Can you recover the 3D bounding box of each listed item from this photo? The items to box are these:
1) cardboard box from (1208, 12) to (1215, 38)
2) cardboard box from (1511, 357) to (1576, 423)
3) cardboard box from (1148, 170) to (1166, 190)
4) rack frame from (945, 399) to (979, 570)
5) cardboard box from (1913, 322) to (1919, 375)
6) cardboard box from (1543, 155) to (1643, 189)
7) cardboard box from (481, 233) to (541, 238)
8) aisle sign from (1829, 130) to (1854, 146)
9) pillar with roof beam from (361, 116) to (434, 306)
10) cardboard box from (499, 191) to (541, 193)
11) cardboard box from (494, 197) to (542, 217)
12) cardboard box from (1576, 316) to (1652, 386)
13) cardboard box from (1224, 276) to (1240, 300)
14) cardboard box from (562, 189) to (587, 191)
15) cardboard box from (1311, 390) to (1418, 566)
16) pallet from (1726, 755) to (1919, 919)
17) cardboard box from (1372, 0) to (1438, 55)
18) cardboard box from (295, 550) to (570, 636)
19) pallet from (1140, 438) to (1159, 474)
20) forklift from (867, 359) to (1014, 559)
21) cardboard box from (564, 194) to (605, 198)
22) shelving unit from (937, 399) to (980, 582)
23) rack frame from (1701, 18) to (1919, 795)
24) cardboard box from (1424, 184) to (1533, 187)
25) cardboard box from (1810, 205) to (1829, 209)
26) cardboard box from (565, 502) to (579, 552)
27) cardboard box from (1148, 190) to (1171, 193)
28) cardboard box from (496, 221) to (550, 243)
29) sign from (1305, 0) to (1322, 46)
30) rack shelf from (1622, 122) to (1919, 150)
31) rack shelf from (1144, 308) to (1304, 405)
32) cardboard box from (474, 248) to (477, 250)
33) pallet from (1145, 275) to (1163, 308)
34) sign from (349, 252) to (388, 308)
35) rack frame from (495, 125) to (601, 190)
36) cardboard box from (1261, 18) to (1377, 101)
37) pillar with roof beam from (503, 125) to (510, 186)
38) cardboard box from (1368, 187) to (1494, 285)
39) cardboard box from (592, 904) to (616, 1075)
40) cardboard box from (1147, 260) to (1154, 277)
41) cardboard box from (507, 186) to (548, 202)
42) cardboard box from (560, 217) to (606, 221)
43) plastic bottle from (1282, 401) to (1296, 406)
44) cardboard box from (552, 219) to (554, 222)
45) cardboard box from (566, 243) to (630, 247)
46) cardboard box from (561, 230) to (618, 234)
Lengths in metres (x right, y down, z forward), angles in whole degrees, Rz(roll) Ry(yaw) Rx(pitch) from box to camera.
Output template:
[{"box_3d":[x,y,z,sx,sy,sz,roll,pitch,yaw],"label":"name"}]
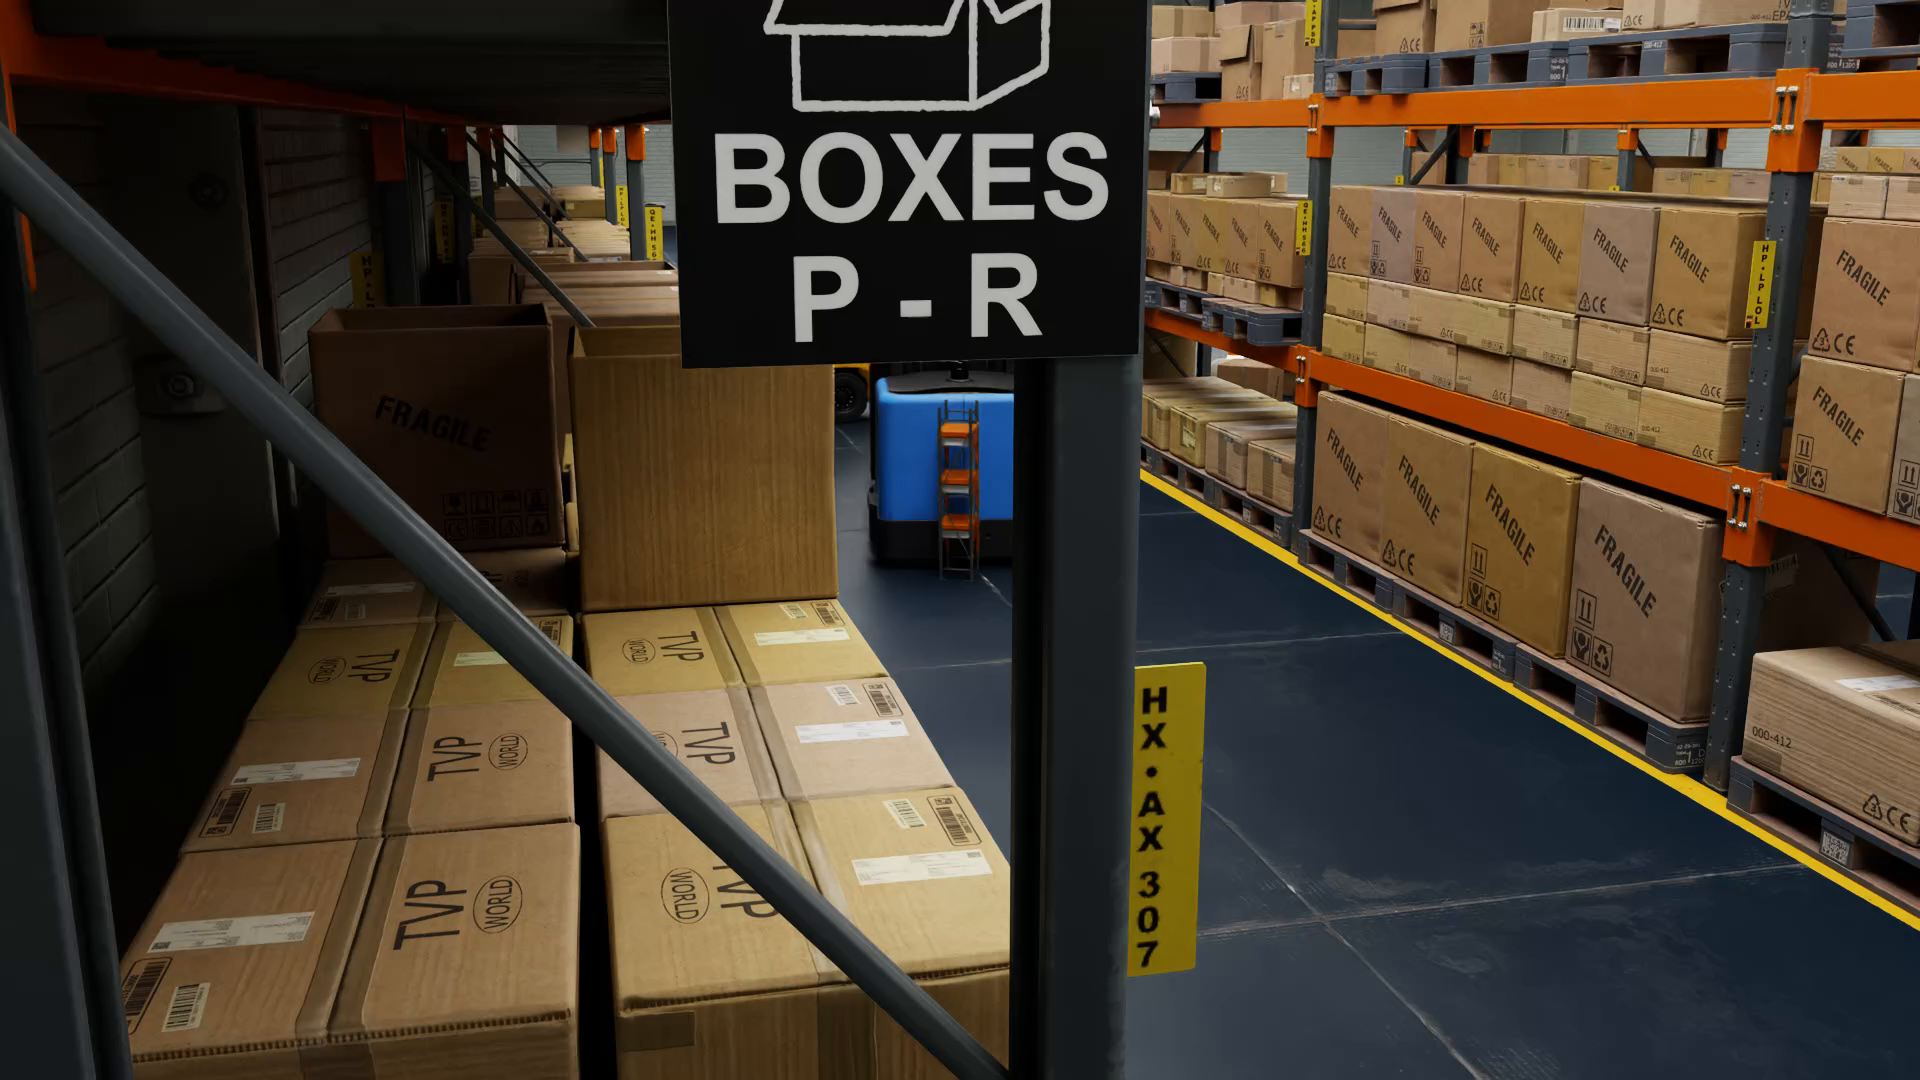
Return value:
[{"box_3d":[1.928,-4.020,13.119,0.500,0.250,0.500,-3,14,-12],"label":"cardboard box"},{"box_3d":[2.978,-0.722,7.877,0.500,0.250,0.500,-4,14,-15],"label":"cardboard box"},{"box_3d":[1.434,-2.900,13.386,0.380,0.149,0.250,-3,14,-13],"label":"cardboard box"},{"box_3d":[0.014,-0.328,10.005,0.200,1.050,0.008,2,17,9],"label":"rack frame"},{"box_3d":[3.536,-0.764,5.417,0.500,0.500,0.500,-3,14,-14],"label":"cardboard box"},{"box_3d":[6.160,-3.420,16.013,0.875,0.550,0.550,-3,14,-13],"label":"cardboard box"},{"box_3d":[-2.969,-1.954,11.029,0.380,0.149,0.250,-3,14,-13],"label":"cardboard box"},{"box_3d":[10.638,-5.085,19.941,0.394,0.787,0.004,-3,14,-13],"label":"aisle sign"},{"box_3d":[0.786,-4.520,10.467,9.100,9.000,0.400,-3,14,-13],"label":"pillar with roof beam"},{"box_3d":[-3.889,-3.021,14.769,0.380,0.149,0.250,-3,14,-13],"label":"cardboard box"},{"box_3d":[-3.544,-2.663,13.304,0.380,0.149,0.250,-4,14,-15],"label":"cardboard box"},{"box_3d":[3.082,-0.843,7.320,0.500,0.250,0.500,-3,14,-12],"label":"cardboard box"},{"box_3d":[2.014,-1.709,11.248,0.380,0.149,0.250,-4,14,-16],"label":"cardboard box"},{"box_3d":[-3.476,-3.169,15.372,0.380,0.149,0.250,-3,14,-12],"label":"cardboard box"},{"box_3d":[2.689,-0.401,9.839,0.875,0.875,0.875,-3,14,-14],"label":"cardboard box"},{"box_3d":[3.649,1.064,6.126,1.003,0.211,1.213,-3,14,-13],"label":"pallet"},{"box_3d":[2.842,-3.026,9.568,0.797,0.503,0.637,-4,14,-17],"label":"cardboard box"},{"box_3d":[-1.058,0.213,3.424,0.500,0.250,0.500,-3,14,-13],"label":"cardboard box"},{"box_3d":[1.852,-0.781,13.681,1.003,0.211,1.213,-3,14,-13],"label":"pallet"},{"box_3d":[-0.084,-1.602,11.309,1.130,2.935,3.031,-1,14,-4],"label":"forklift"},{"box_3d":[-3.121,-2.815,13.925,0.380,0.149,0.250,-3,14,-12],"label":"cardboard box"},{"box_3d":[-0.006,-0.293,9.889,0.215,1.050,0.252,2,17,9],"label":"shelving unit"},{"box_3d":[3.547,-0.470,6.531,1.000,3.000,0.127,-3,14,-13],"label":"rack frame"},{"box_3d":[2.983,-1.822,9.749,0.500,0.500,0.500,-4,14,-15],"label":"cardboard box"},{"box_3d":[3.723,-1.122,6.881,0.500,0.500,0.500,-3,14,-13],"label":"cardboard box"},{"box_3d":[-0.684,0.070,4.009,0.500,0.250,0.500,-3,14,-14],"label":"cardboard box"},{"box_3d":[1.617,-2.473,13.007,0.500,0.500,0.500,-3,14,-13],"label":"cardboard box"},{"box_3d":[-3.282,-2.309,12.479,0.380,0.149,0.250,-4,14,-14],"label":"cardboard box"},{"box_3d":[2.079,-3.071,9.769,0.100,0.325,0.005,-3,14,-13],"label":"sign"},{"box_3d":[6.925,-3.261,13.151,1.077,0.370,4.000,-3,14,-13],"label":"rack shelf"},{"box_3d":[2.138,-1.505,12.282,1.077,0.370,4.000,-3,14,-13],"label":"rack shelf"},{"box_3d":[-2.660,-1.597,9.566,0.380,0.149,0.250,-3,14,-12],"label":"cardboard box"},{"box_3d":[1.706,-2.038,13.353,1.003,0.211,1.213,-3,14,-13],"label":"pallet"},{"box_3d":[-1.816,-0.723,5.127,0.100,0.325,0.005,-3,14,-13],"label":"sign"},{"box_3d":[-4.096,-2.961,16.726,1.000,3.000,0.127,-3,14,-13],"label":"rack frame"},{"box_3d":[2.394,-3.118,10.837,0.700,0.500,0.500,-3,14,-13],"label":"cardboard box"},{"box_3d":[-4.851,-10.057,33.130,9.100,9.000,0.400,-3,14,-13],"label":"pillar with roof beam"},{"box_3d":[2.611,-1.686,9.190,0.500,0.500,0.500,-3,14,-13],"label":"cardboard box"},{"box_3d":[-0.349,0.646,2.490,0.380,0.149,0.250,-3,14,-14],"label":"cardboard box"},{"box_3d":[1.681,-2.133,12.983,0.380,0.149,0.250,-2,14,-10],"label":"cardboard box"},{"box_3d":[-4.224,-3.380,16.236,0.380,0.149,0.250,-4,14,-14],"label":"cardboard box"},{"box_3d":[-2.975,-2.490,13.221,0.380,0.149,0.250,-4,14,-14],"label":"cardboard box"},{"box_3d":[3.188,-1.290,16.080,0.133,0.061,0.283,-1,14,-3],"label":"plastic bottle"},{"box_3d":[-3.612,-2.790,15.817,0.500,0.500,0.500,-3,14,-11],"label":"cardboard box"},{"box_3d":[-2.155,-1.688,9.940,0.380,0.149,0.250,-3,14,-12],"label":"cardboard box"},{"box_3d":[-2.531,-2.042,11.388,0.380,0.149,0.250,-3,14,-13],"label":"cardboard box"}]
